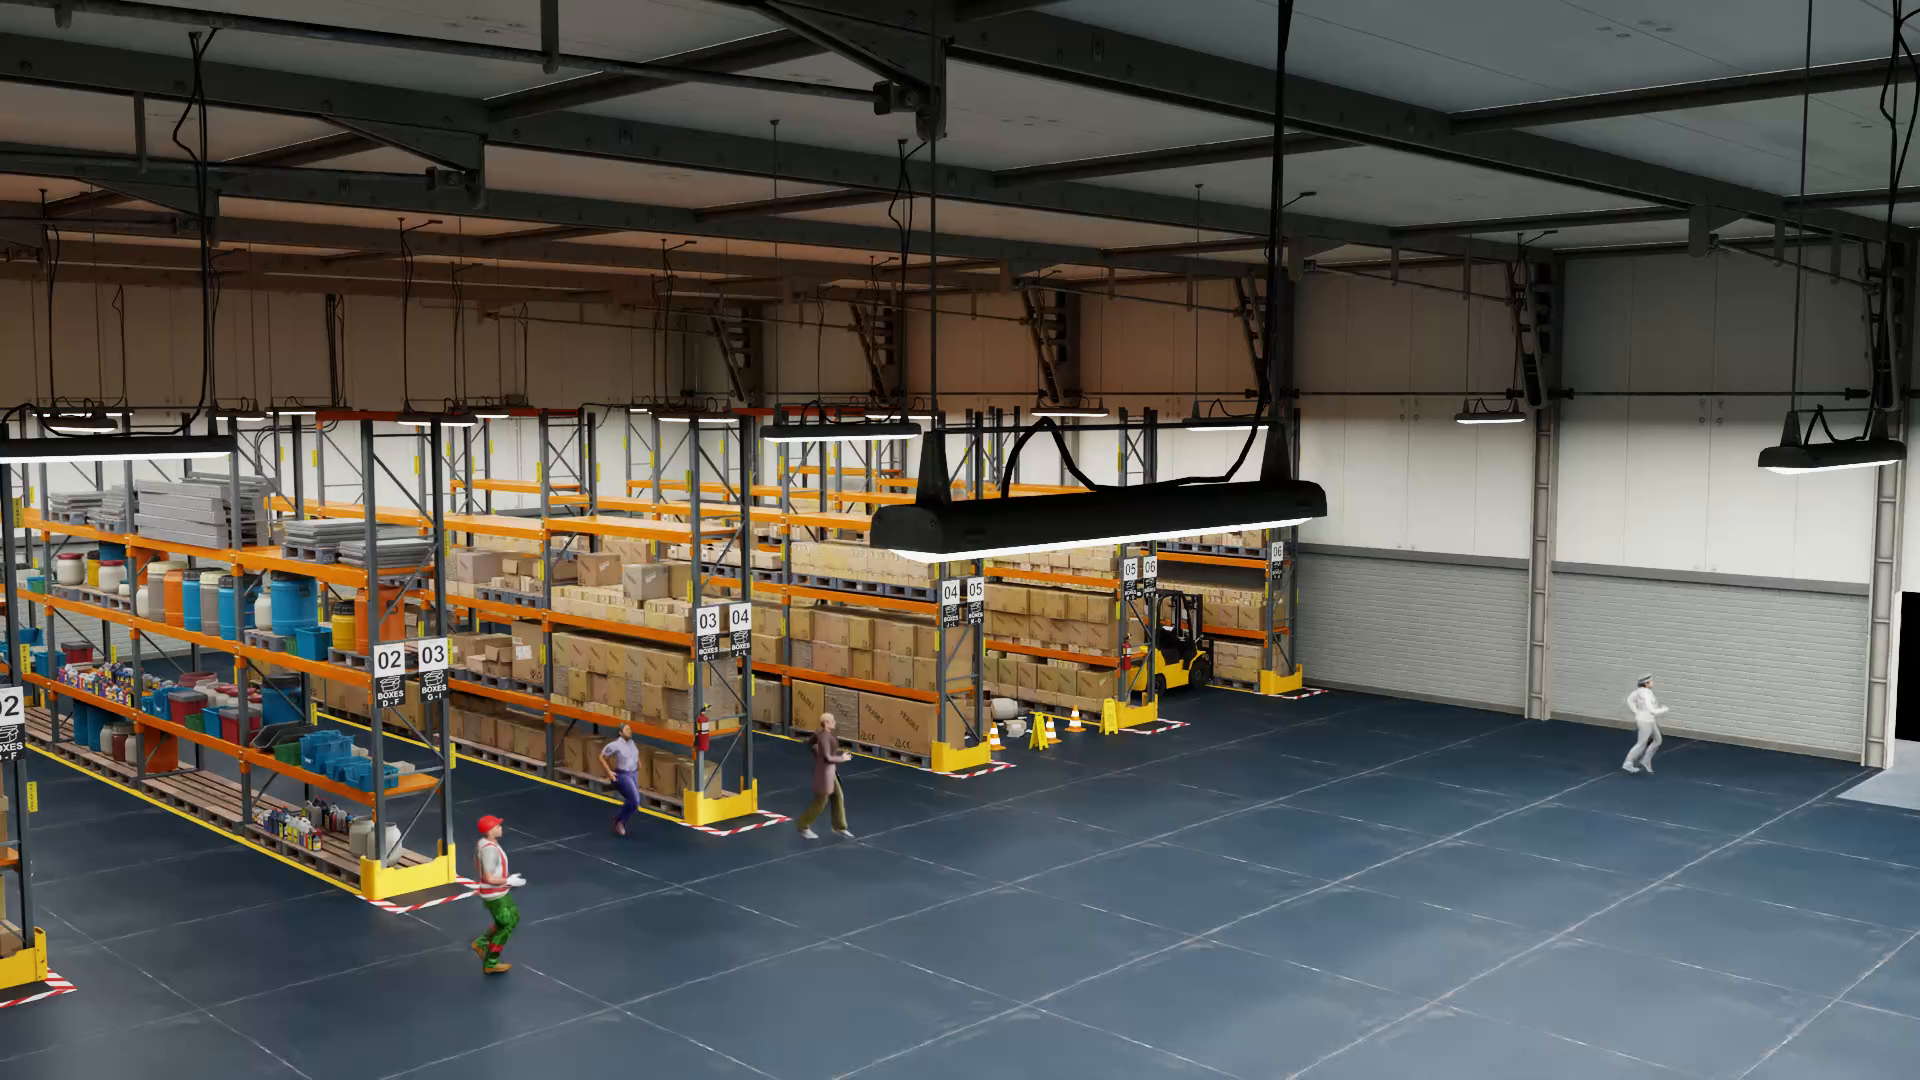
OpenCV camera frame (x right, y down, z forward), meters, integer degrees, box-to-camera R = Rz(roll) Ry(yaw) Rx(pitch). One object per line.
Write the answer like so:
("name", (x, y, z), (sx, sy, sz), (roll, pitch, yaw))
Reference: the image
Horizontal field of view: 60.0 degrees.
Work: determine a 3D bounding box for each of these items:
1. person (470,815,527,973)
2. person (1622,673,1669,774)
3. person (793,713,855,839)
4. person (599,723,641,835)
("person", (-5.046, 3.850, 18.151), (0.601, 1.739, 0.649), (-2, 5, -18))
("person", (11.382, 3.047, 27.604), (0.703, 1.725, 0.476), (1, 5, 14))
("person", (-1.929, 3.360, 23.534), (0.889, 1.841, 0.735), (0, 5, -4))
("person", (-4.764, 3.424, 23.806), (0.594, 1.607, 0.593), (2, 5, 22))
